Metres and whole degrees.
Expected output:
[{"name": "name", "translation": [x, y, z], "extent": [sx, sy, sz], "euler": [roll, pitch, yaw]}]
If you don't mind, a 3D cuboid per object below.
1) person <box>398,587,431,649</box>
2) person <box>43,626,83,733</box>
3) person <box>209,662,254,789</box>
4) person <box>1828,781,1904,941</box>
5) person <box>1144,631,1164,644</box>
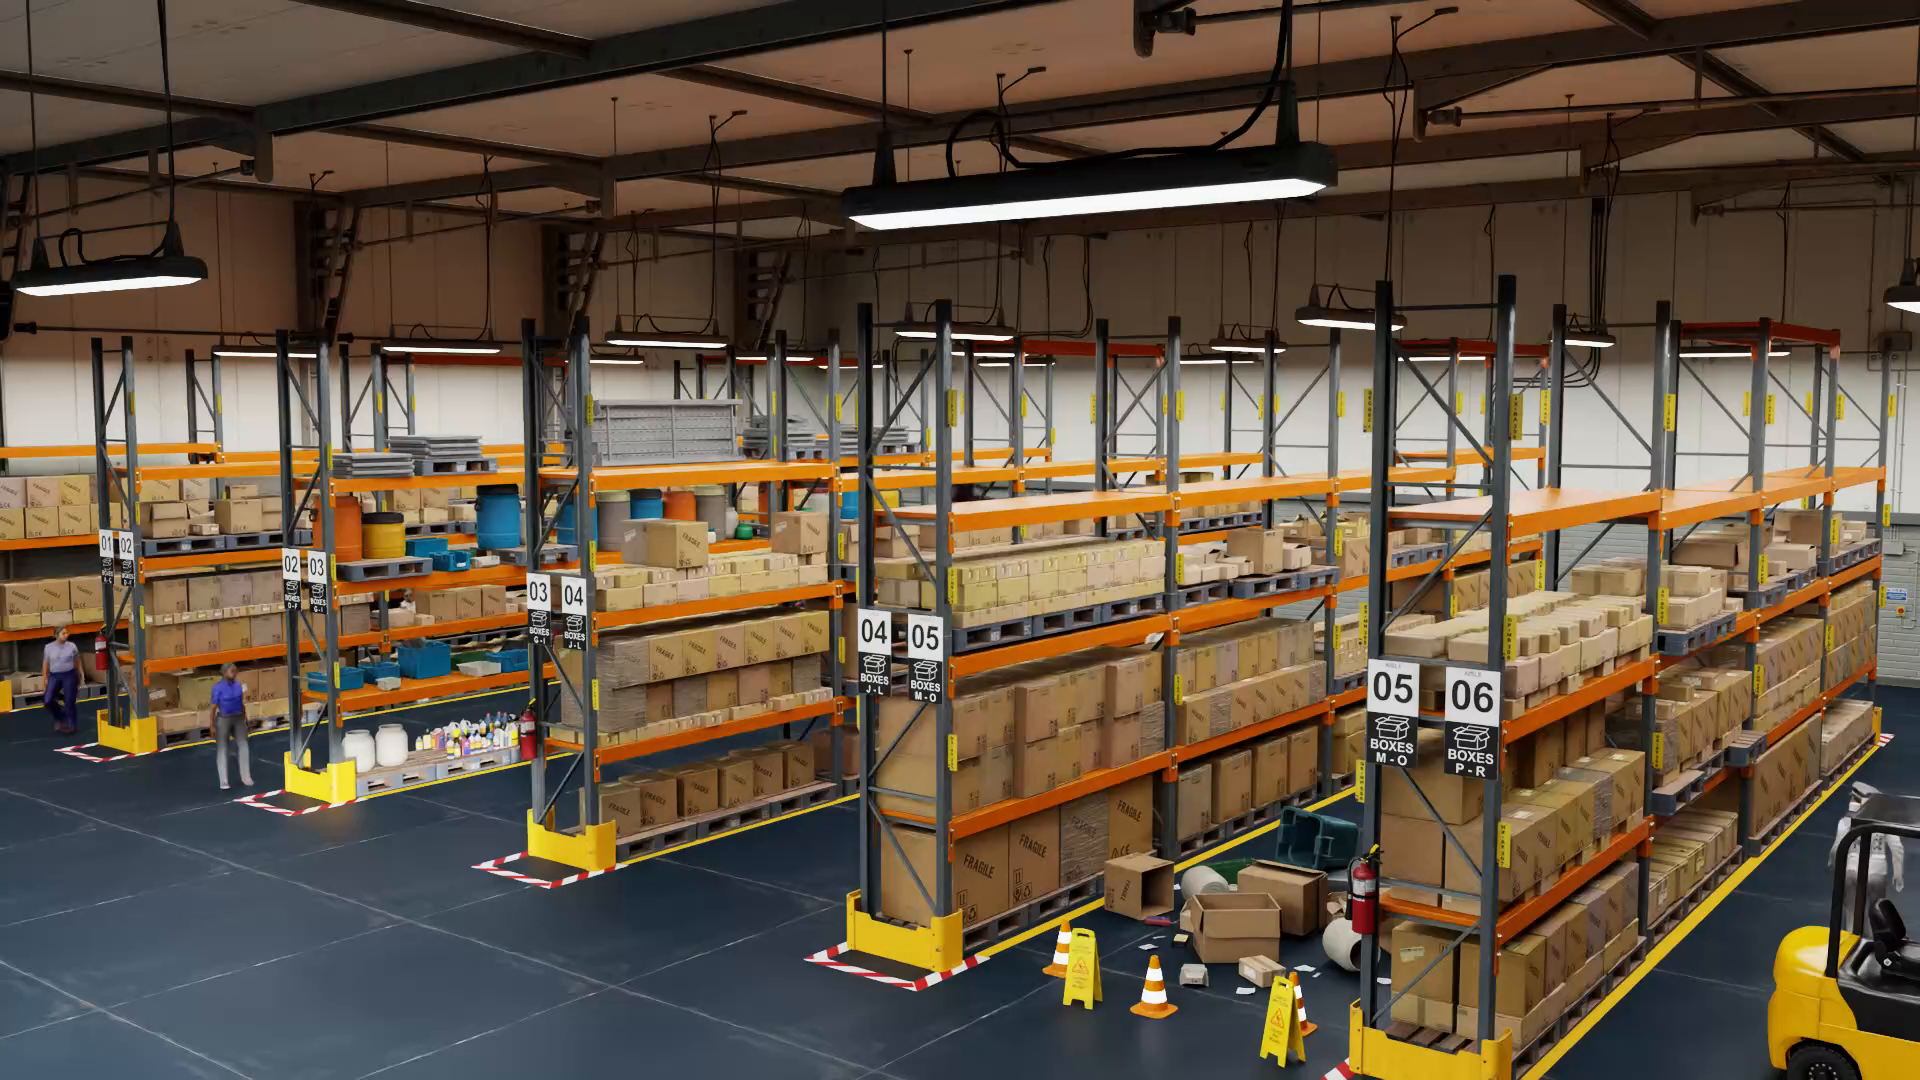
[{"name": "person", "translation": [-9.978, 1.681, 30.572], "extent": [0.853, 1.656, 0.535], "euler": [0, 5, -1]}, {"name": "person", "translation": [-13.674, 2.132, 25.337], "extent": [0.551, 1.641, 0.451], "euler": [-1, 5, -8]}, {"name": "person", "translation": [-9.644, 2.463, 21.972], "extent": [0.338, 1.713, 0.537], "euler": [4, 6, 39]}, {"name": "person", "translation": [8.167, 3.061, 15.038], "extent": [0.628, 1.712, 0.625], "euler": [4, 6, 35]}, {"name": "person", "translation": [2.850, 1.899, 24.274], "extent": [0.534, 1.725, 1.030], "euler": [4, 6, 36]}]
